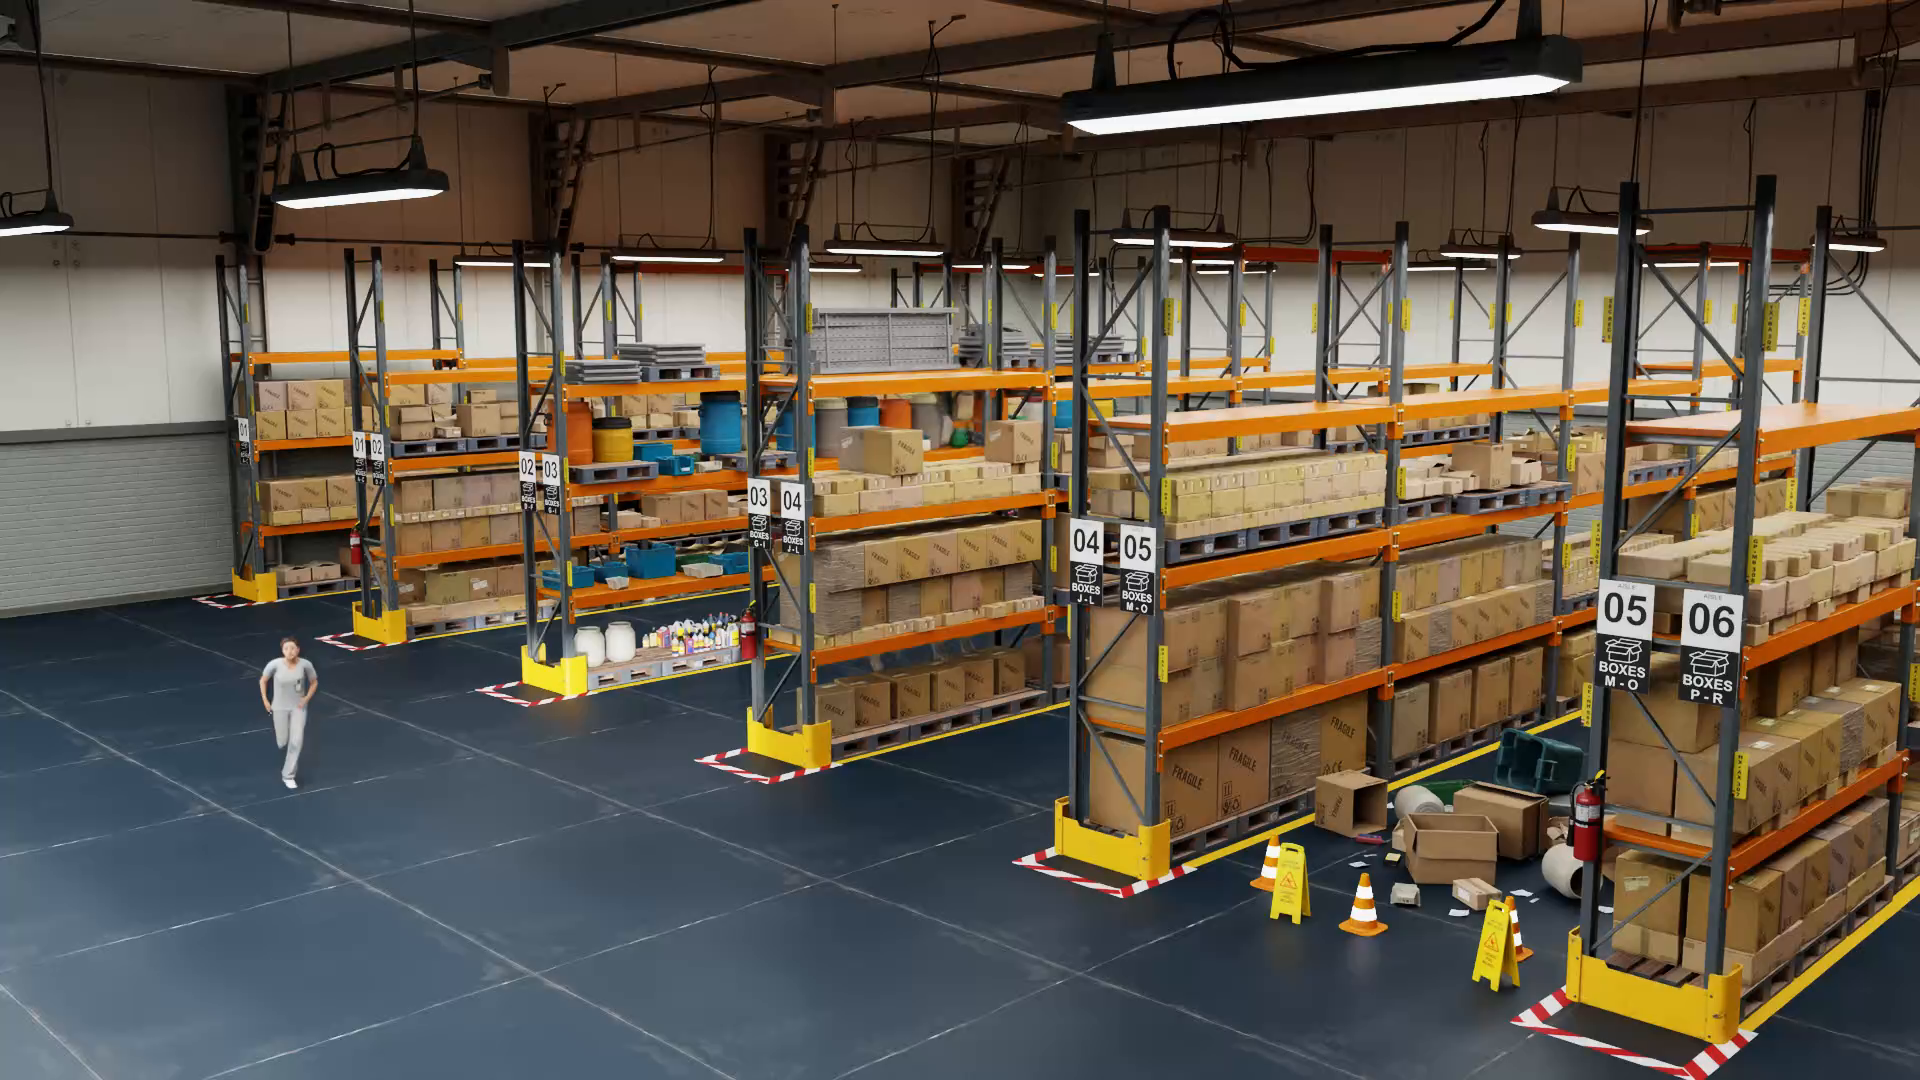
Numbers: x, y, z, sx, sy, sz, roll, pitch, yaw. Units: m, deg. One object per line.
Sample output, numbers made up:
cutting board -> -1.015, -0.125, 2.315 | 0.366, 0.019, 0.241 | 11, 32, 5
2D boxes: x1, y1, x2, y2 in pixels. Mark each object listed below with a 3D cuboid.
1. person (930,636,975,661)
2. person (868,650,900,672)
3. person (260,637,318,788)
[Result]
person -> -0.103, 1.004, 23.246 | 0.694, 1.780, 1.014 | 6, 10, 35
person -> -1.141, 1.081, 23.169 | 0.653, 1.676, 0.775 | 5, 10, 31
person -> -7.290, 1.833, 18.116 | 0.587, 1.632, 0.705 | -3, 9, -20
